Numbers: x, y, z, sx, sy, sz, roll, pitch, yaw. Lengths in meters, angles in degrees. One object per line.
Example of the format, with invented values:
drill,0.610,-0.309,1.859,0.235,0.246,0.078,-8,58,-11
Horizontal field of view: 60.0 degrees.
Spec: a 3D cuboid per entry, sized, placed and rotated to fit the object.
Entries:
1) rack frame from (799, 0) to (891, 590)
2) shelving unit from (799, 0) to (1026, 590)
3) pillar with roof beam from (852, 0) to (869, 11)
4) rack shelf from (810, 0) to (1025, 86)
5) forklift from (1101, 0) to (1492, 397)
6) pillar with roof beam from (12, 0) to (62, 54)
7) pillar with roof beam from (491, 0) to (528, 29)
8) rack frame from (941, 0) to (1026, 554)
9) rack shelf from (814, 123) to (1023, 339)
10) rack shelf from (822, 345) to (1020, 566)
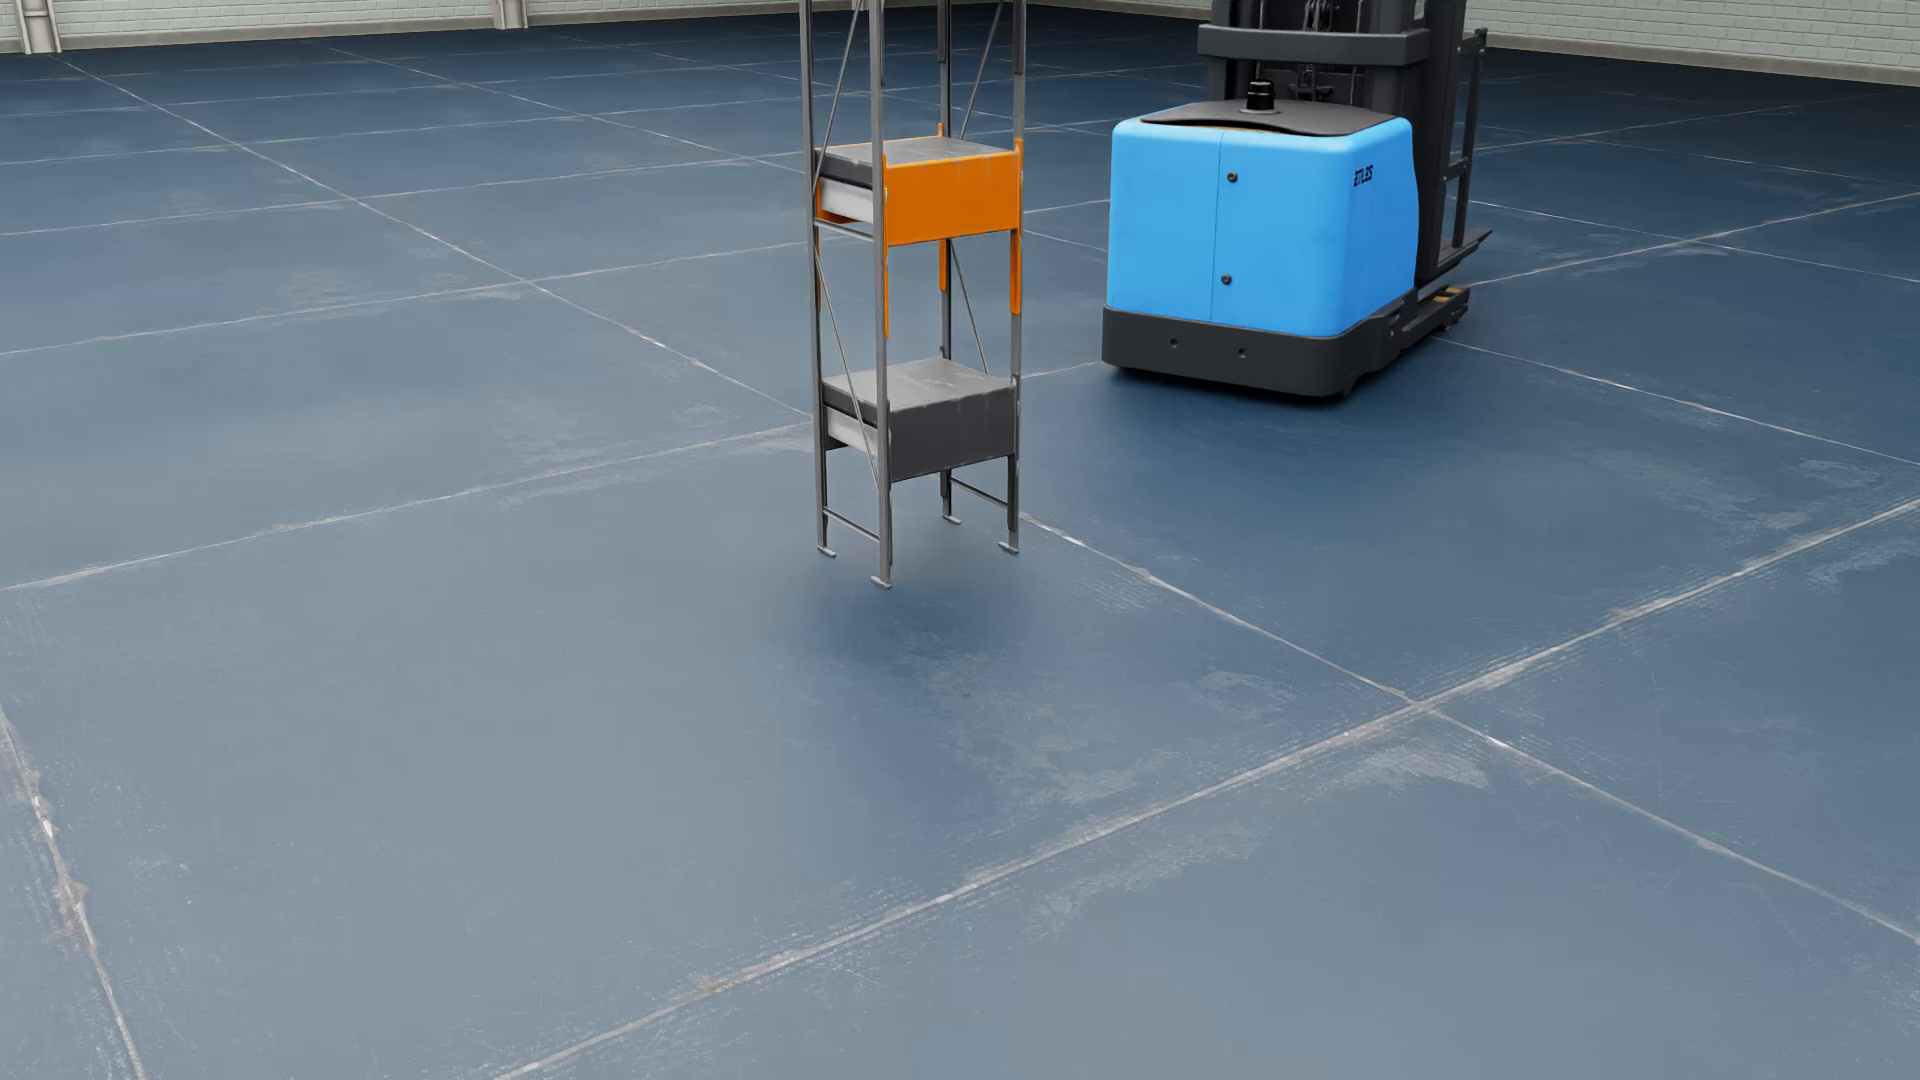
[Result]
rack frame,-0.332,-0.887,4.785,0.015,2.100,0.400,-15,26,-33
shelving unit,-0.134,-0.939,4.917,0.503,2.100,0.431,-15,26,-33
pillar with roof beam,0.998,-11.466,21.990,0.400,9.000,9.100,-15,26,-33
rack shelf,-0.134,-1.577,4.663,0.480,0.518,0.431,-15,26,-33
forklift,1.807,-2.431,7.534,1.130,2.935,3.031,13,25,29
pillar with roof beam,-8.743,-8.869,15.481,0.400,9.000,9.100,-15,26,-33
pillar with roof beam,-3.872,-10.168,18.735,0.400,9.000,9.100,-15,26,-33
rack frame,0.064,-0.992,5.050,0.015,2.100,0.400,-15,26,-33
rack shelf,-0.134,-0.927,4.922,0.480,0.518,0.431,-15,26,-33
rack shelf,-0.134,-0.277,5.182,0.480,0.518,0.431,-15,26,-33
